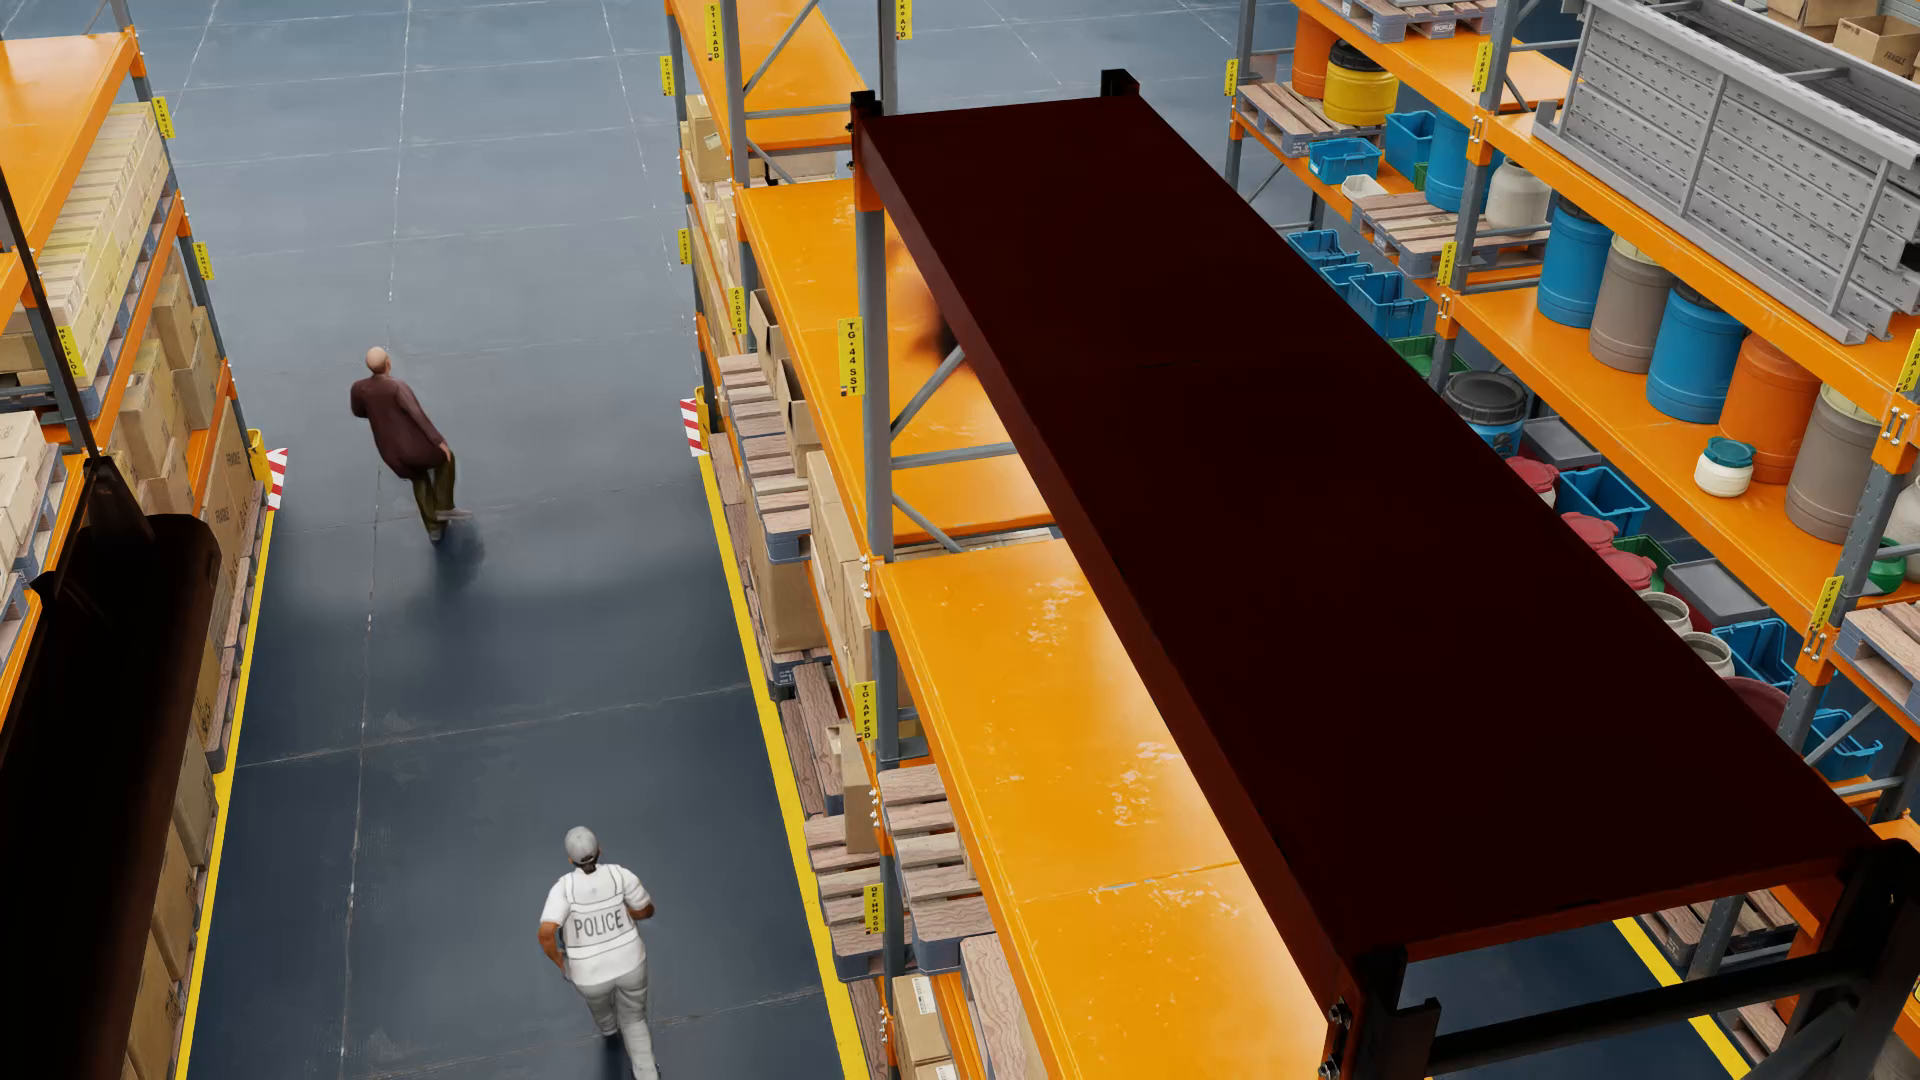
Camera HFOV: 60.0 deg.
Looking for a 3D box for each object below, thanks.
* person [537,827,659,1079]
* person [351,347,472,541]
[{"bbox_3d":[-1.932,2.434,9.183,0.650,1.633,1.013,-16,38,-22],"label":"person"},{"bbox_3d":[-4.588,-0.856,13.875,0.894,1.666,0.733,2,34,3],"label":"person"}]
